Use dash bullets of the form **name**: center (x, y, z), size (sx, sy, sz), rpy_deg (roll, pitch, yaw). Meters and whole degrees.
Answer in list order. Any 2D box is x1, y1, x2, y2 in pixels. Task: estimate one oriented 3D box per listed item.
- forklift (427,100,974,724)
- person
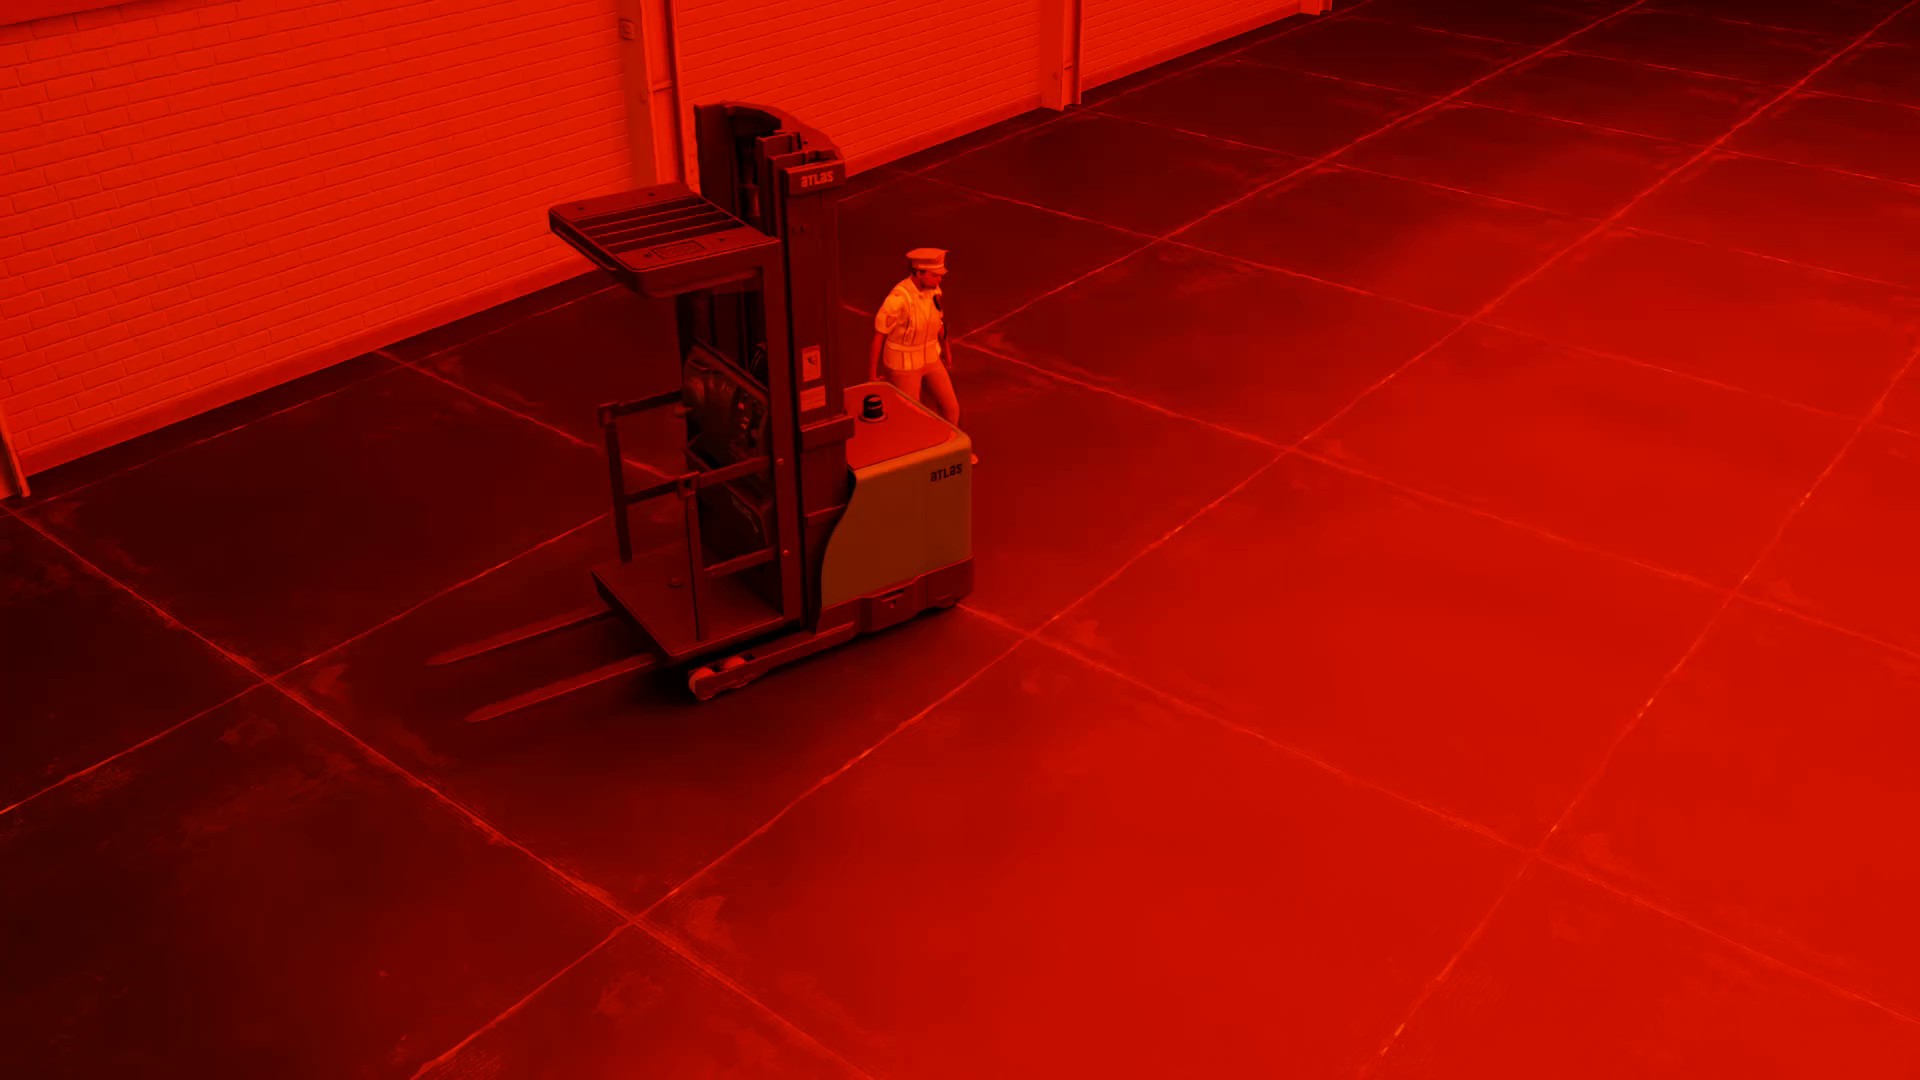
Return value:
- **forklift**: center (-1.426, -0.704, 8.800), size (3.031, 2.935, 1.130), rpy_deg (-19, 35, -29)
- **person**: center (-0.253, -1.142, 10.852), size (0.788, 1.632, 0.397), rpy_deg (-26, 39, -37)
